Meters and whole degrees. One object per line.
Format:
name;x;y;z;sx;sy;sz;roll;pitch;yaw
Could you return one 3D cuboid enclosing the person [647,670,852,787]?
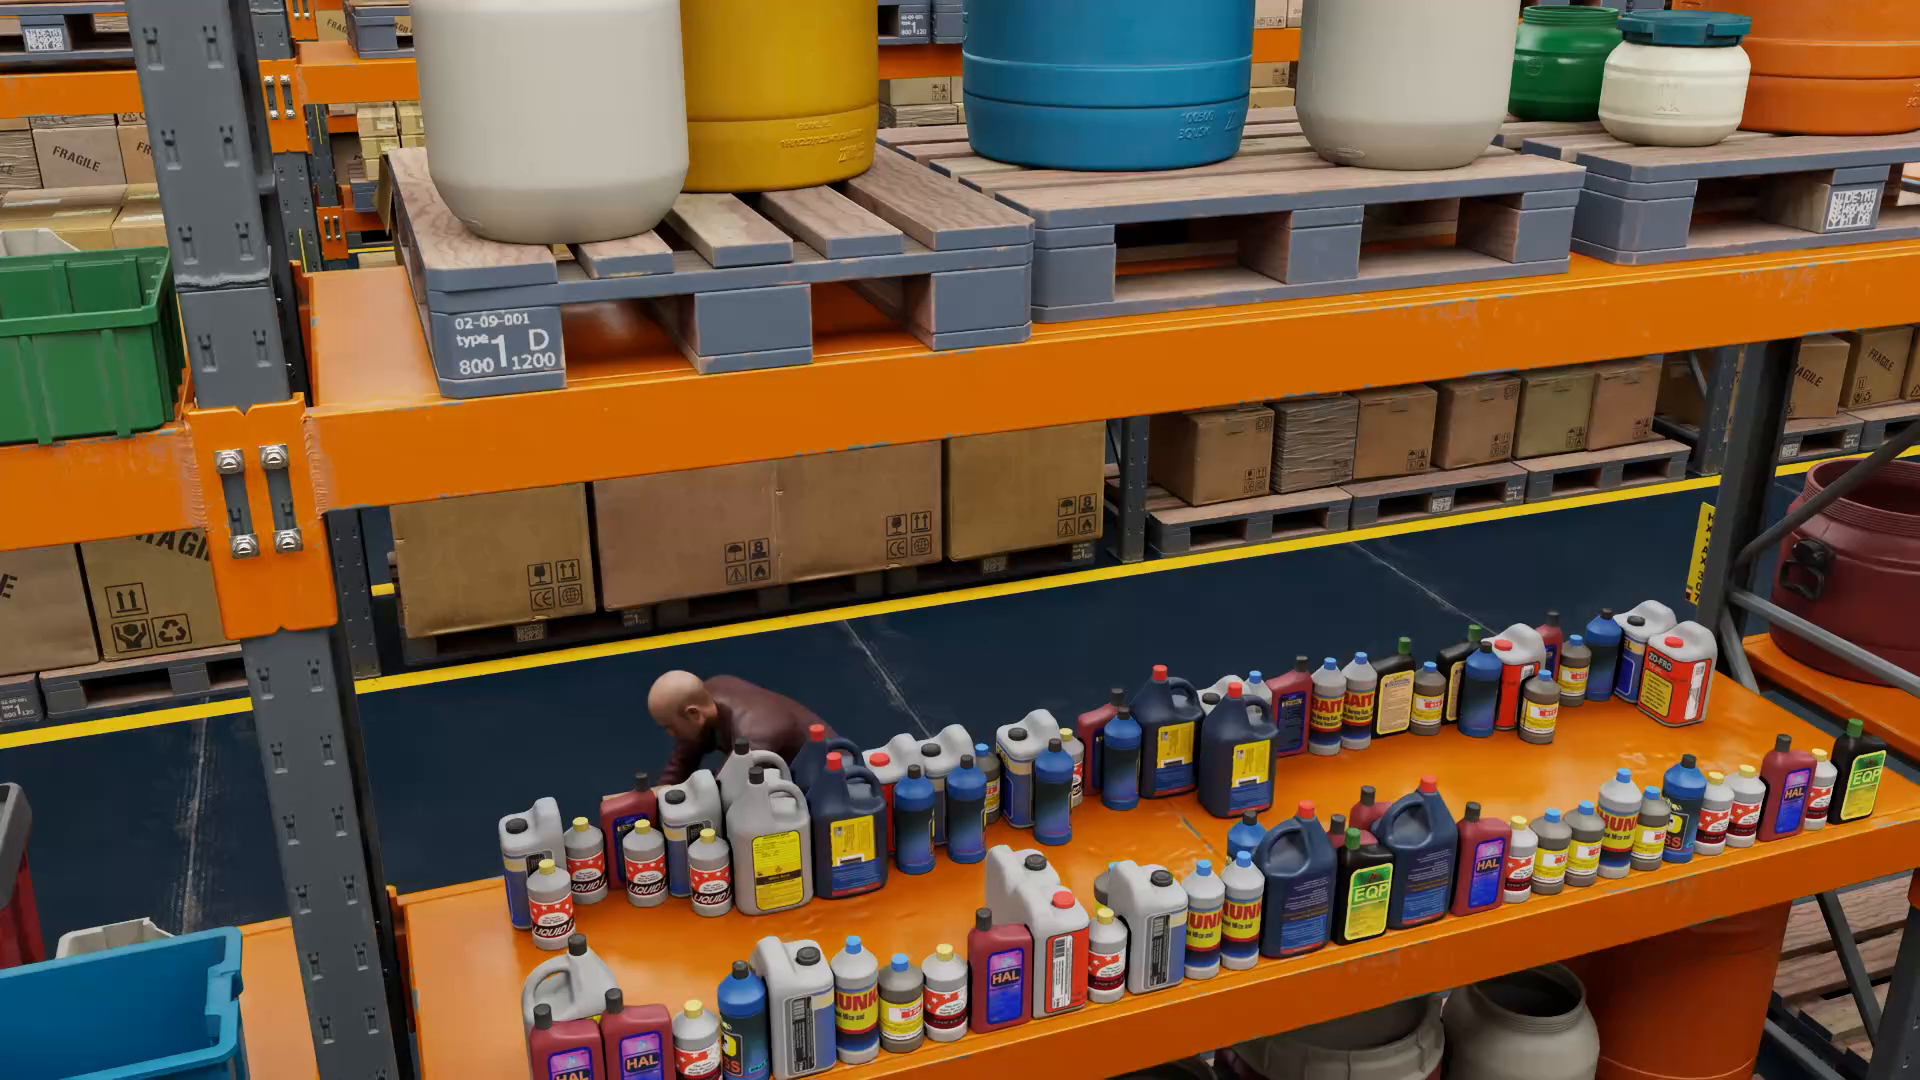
person;-0.791;0.917;6.049;0.911;0.890;0.598;-8;24;-19
